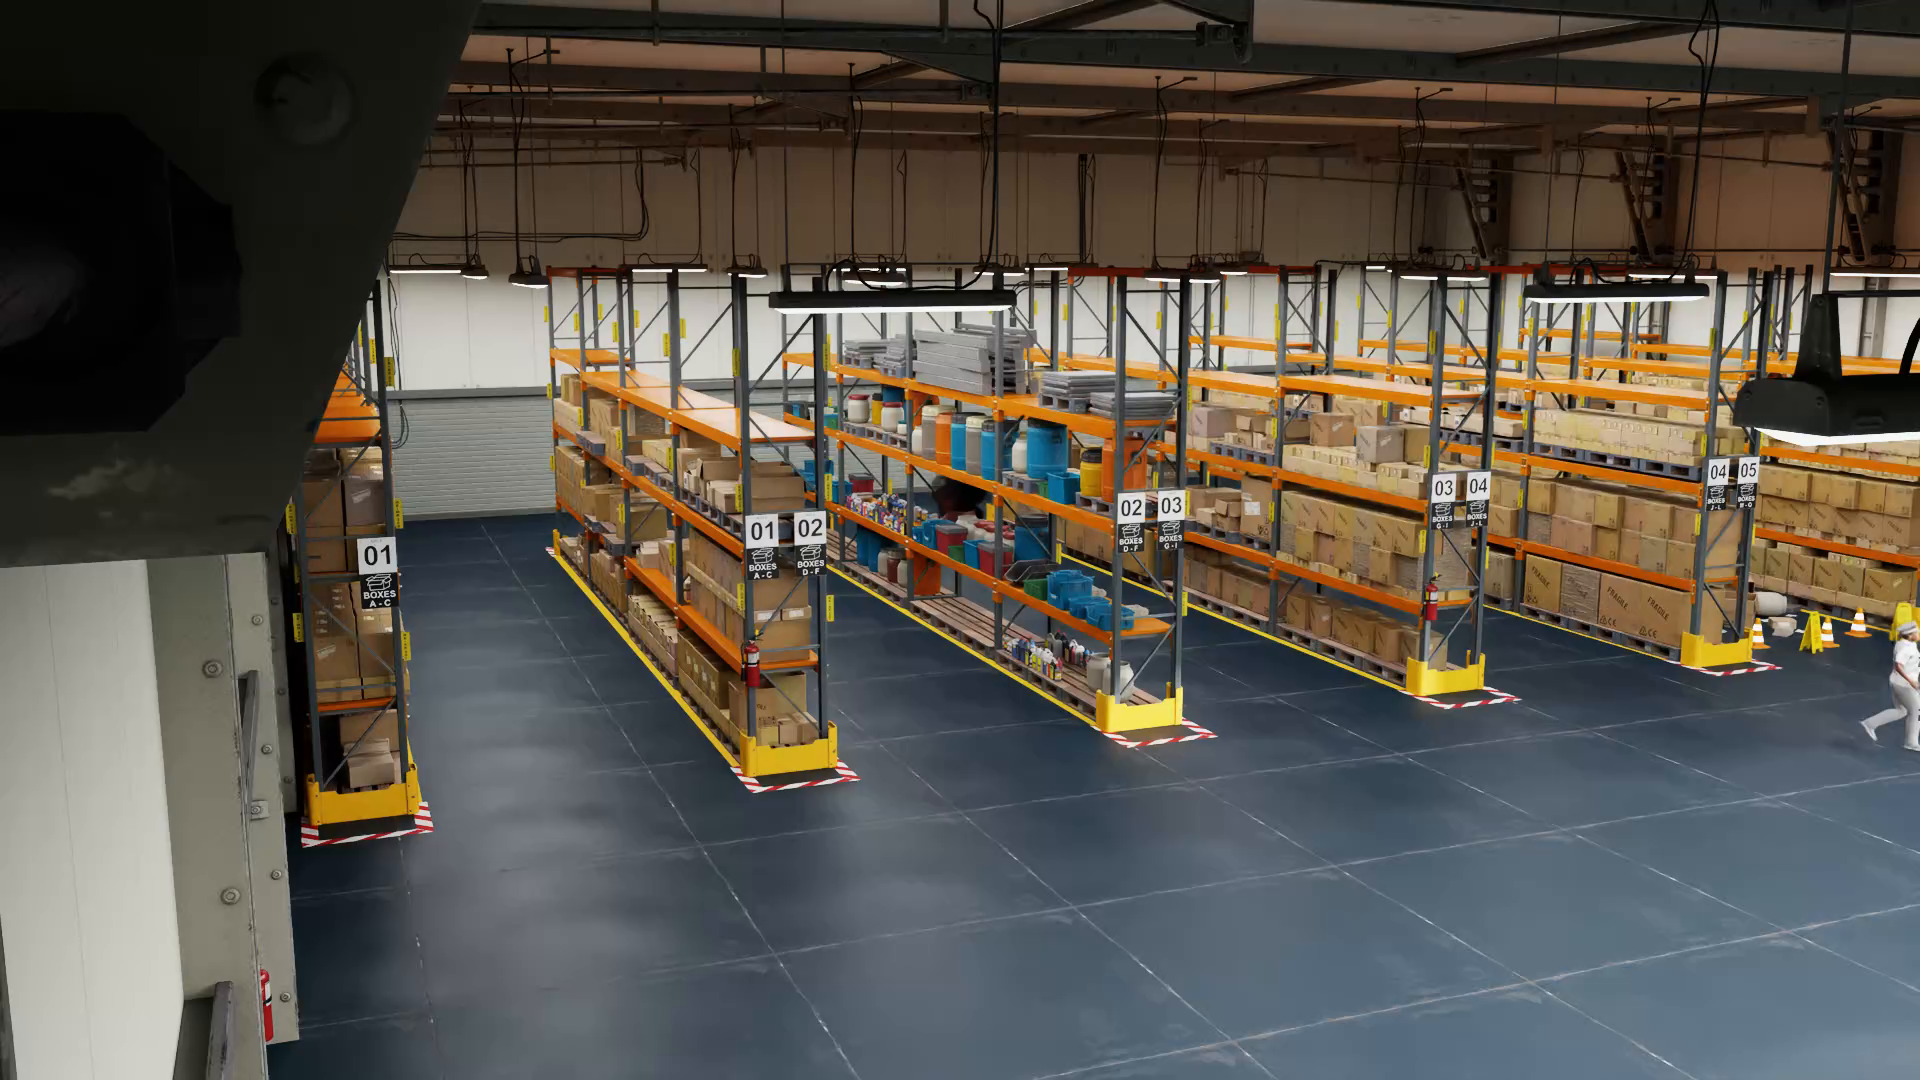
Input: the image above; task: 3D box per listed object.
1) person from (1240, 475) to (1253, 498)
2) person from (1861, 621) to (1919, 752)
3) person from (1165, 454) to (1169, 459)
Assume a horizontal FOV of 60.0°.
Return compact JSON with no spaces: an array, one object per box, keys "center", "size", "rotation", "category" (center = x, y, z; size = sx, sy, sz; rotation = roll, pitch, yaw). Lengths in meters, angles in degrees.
[{"center":[6.173,-0.560,35.225],"size":[0.656,1.629,0.541],"rotation":[-5,11,-25],"category":"person"},{"center":[11.991,1.851,21.195],"size":[0.782,1.679,0.597],"rotation":[3,10,18],"category":"person"},{"center":[4.684,-1.154,38.550],"size":[0.571,1.700,0.845],"rotation":[-2,10,-13],"category":"person"}]
